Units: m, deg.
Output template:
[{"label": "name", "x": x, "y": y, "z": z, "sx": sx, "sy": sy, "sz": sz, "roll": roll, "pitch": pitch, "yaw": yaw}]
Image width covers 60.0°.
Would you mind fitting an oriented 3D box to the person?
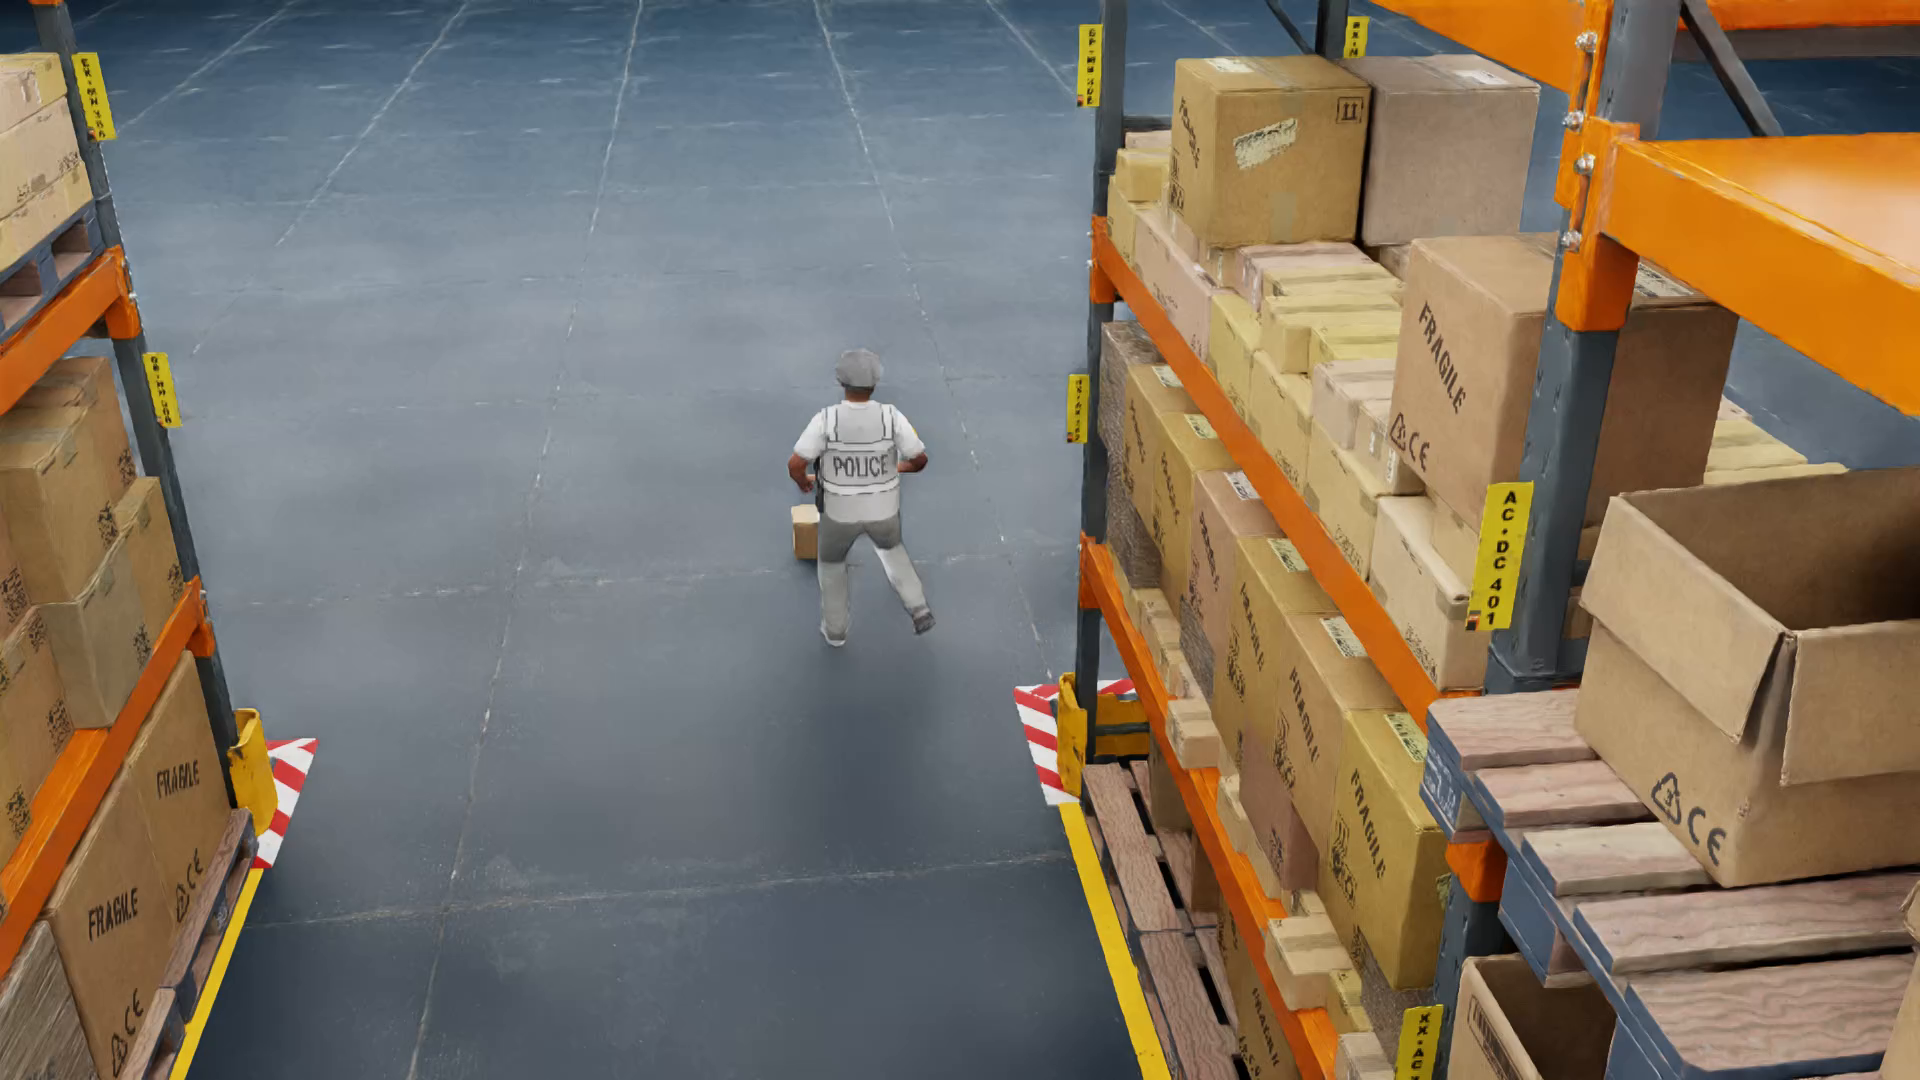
[{"label": "person", "x": -0.546, "y": -0.212, "z": 9.035, "sx": 0.783, "sy": 1.756, "sz": 0.510, "roll": -7, "pitch": 28, "yaw": -13}]
